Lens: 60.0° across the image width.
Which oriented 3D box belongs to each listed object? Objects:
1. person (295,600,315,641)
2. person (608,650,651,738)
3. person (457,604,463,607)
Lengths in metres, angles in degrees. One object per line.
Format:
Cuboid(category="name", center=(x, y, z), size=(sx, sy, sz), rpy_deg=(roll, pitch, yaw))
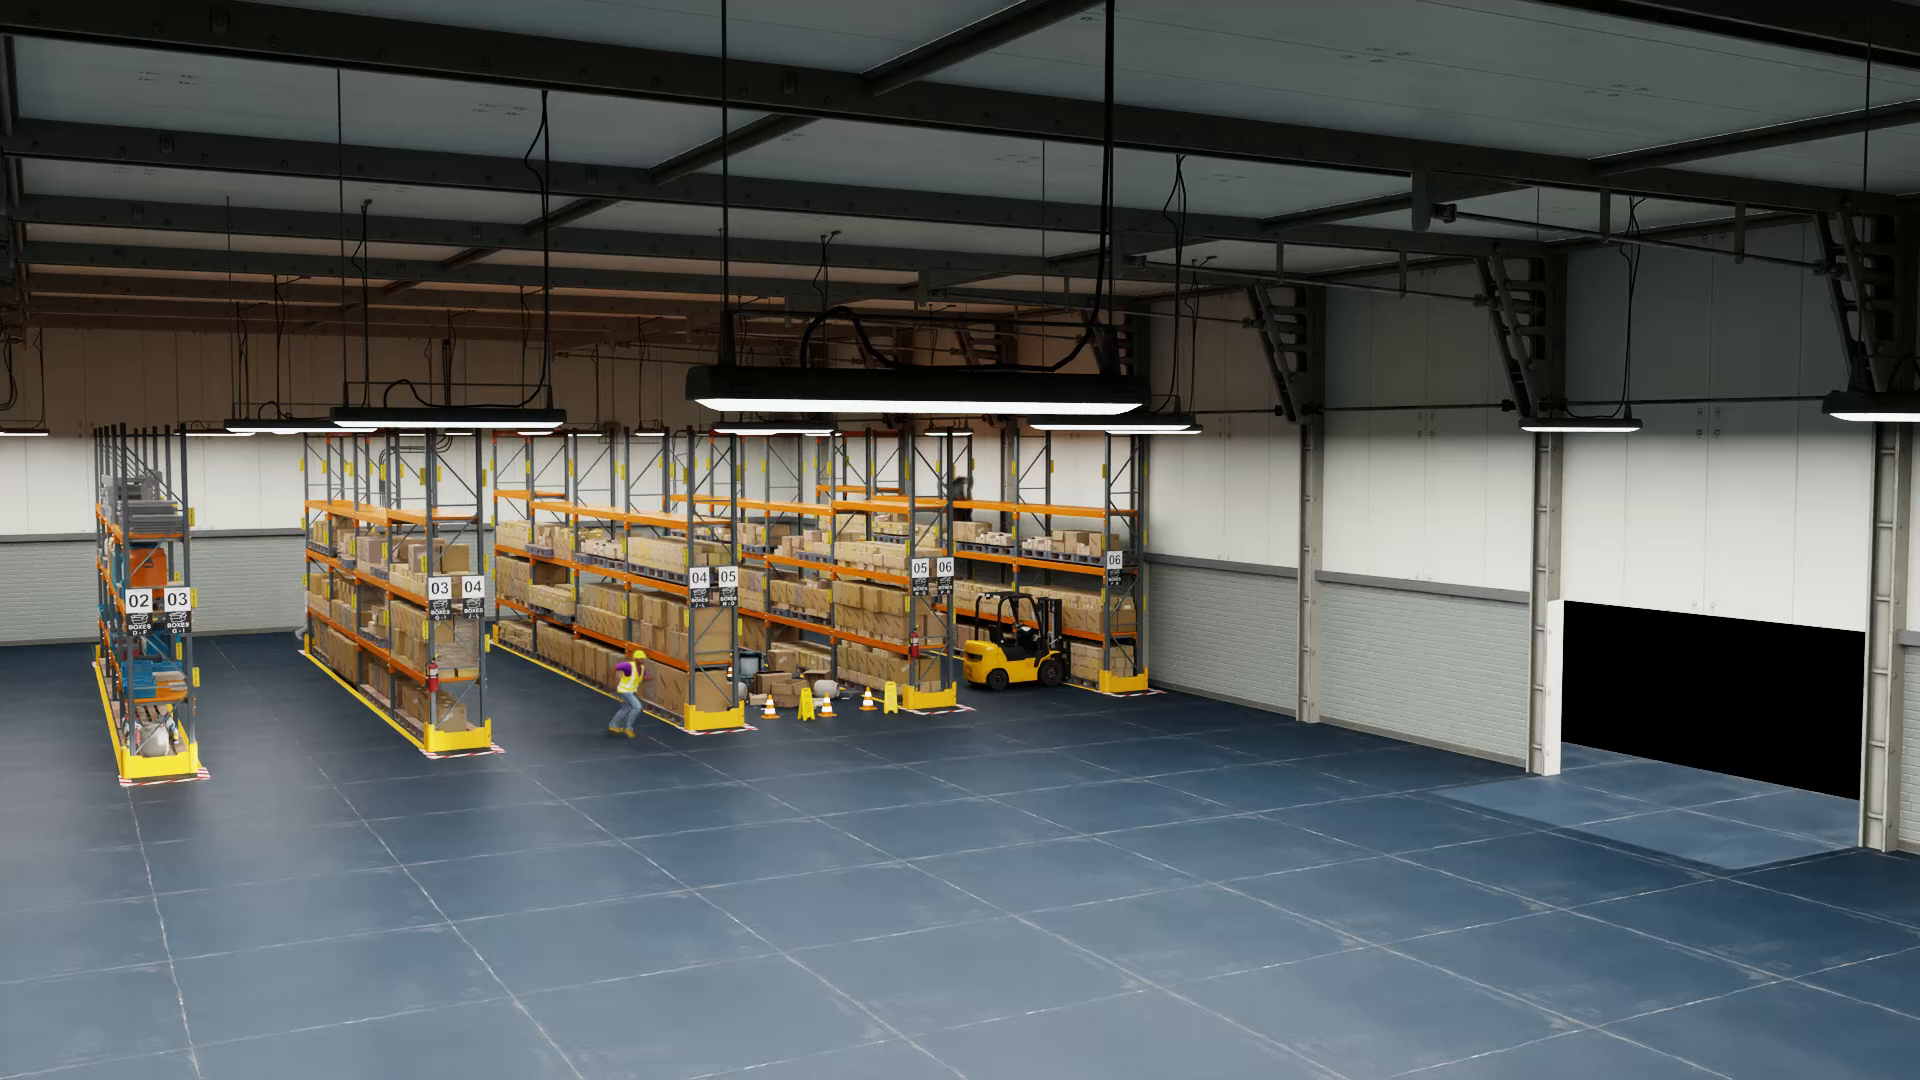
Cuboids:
Cuboid(category="person", center=(-18.114, 2.044, 46.421), size=(0.901, 1.763, 0.642), rpy_deg=(1, 3, 9))
Cuboid(category="person", center=(-6.376, 2.969, 31.962), size=(0.929, 1.733, 0.725), rpy_deg=(2, 4, 24))
Cuboid(category="person", center=(-13.051, 2.182, 44.244), size=(0.651, 1.840, 0.830), rpy_deg=(-2, 4, -26))
